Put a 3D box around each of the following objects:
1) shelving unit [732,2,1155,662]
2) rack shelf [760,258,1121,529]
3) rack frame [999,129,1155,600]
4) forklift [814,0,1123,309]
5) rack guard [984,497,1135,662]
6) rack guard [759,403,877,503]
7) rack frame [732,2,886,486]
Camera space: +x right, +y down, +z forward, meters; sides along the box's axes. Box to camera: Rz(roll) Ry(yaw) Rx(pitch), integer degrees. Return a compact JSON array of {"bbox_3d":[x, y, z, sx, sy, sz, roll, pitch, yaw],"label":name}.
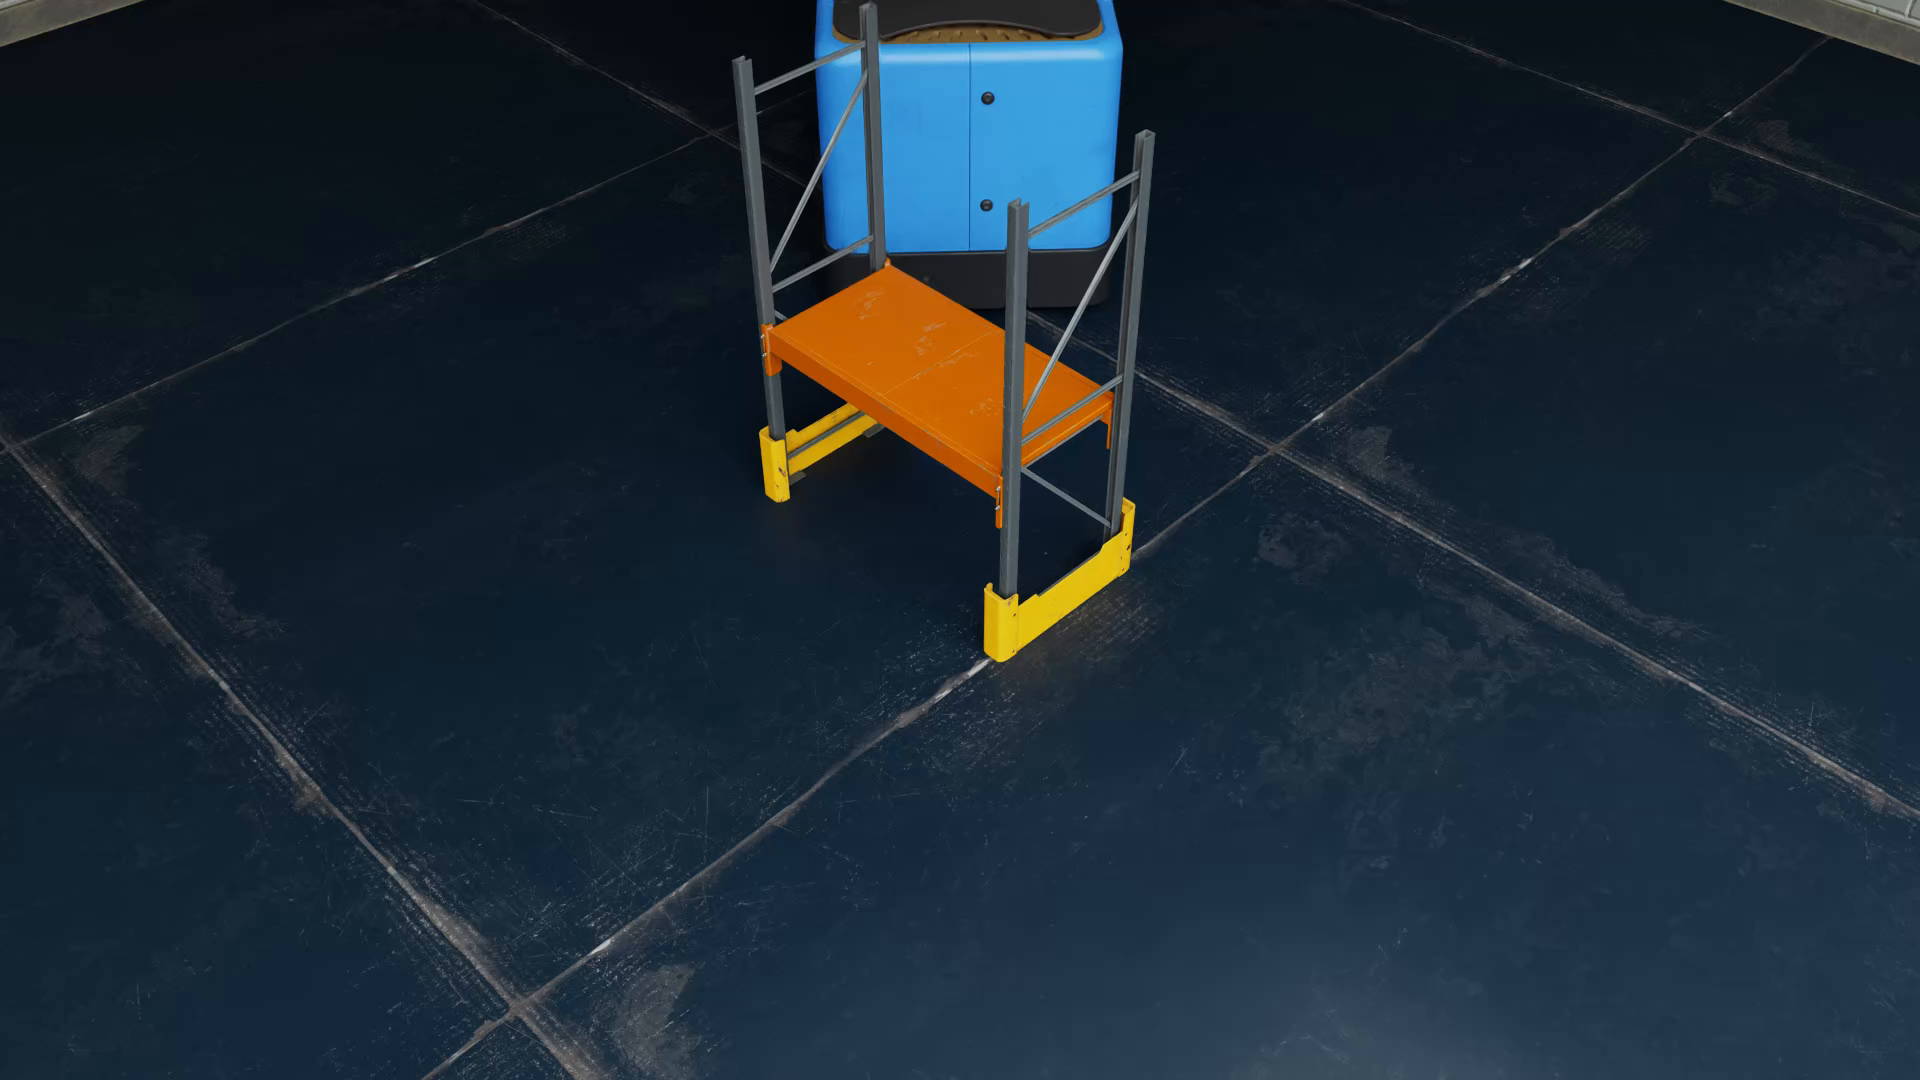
[{"bbox_3d":[-0.054,-0.587,4.781,0.587,1.500,1.083,-34,53,-31],"label":"shelving unit"},{"bbox_3d":[-0.060,-0.460,4.907,0.538,0.185,1.000,-34,53,-31],"label":"rack shelf"},{"bbox_3d":[0.299,-0.348,4.521,0.500,1.500,0.032,-34,53,-31],"label":"rack frame"},{"bbox_3d":[-0.027,-2.890,6.218,1.130,2.935,3.031,-2,43,-2],"label":"forklift"},{"bbox_3d":[0.298,0.111,4.946,0.587,0.250,0.087,-34,53,-31],"label":"rack guard"},{"bbox_3d":[-0.406,-0.368,5.464,0.587,0.250,0.087,-34,53,-31],"label":"rack guard"},{"bbox_3d":[-0.419,-0.836,5.050,0.500,1.500,0.032,-34,53,-31],"label":"rack frame"}]
